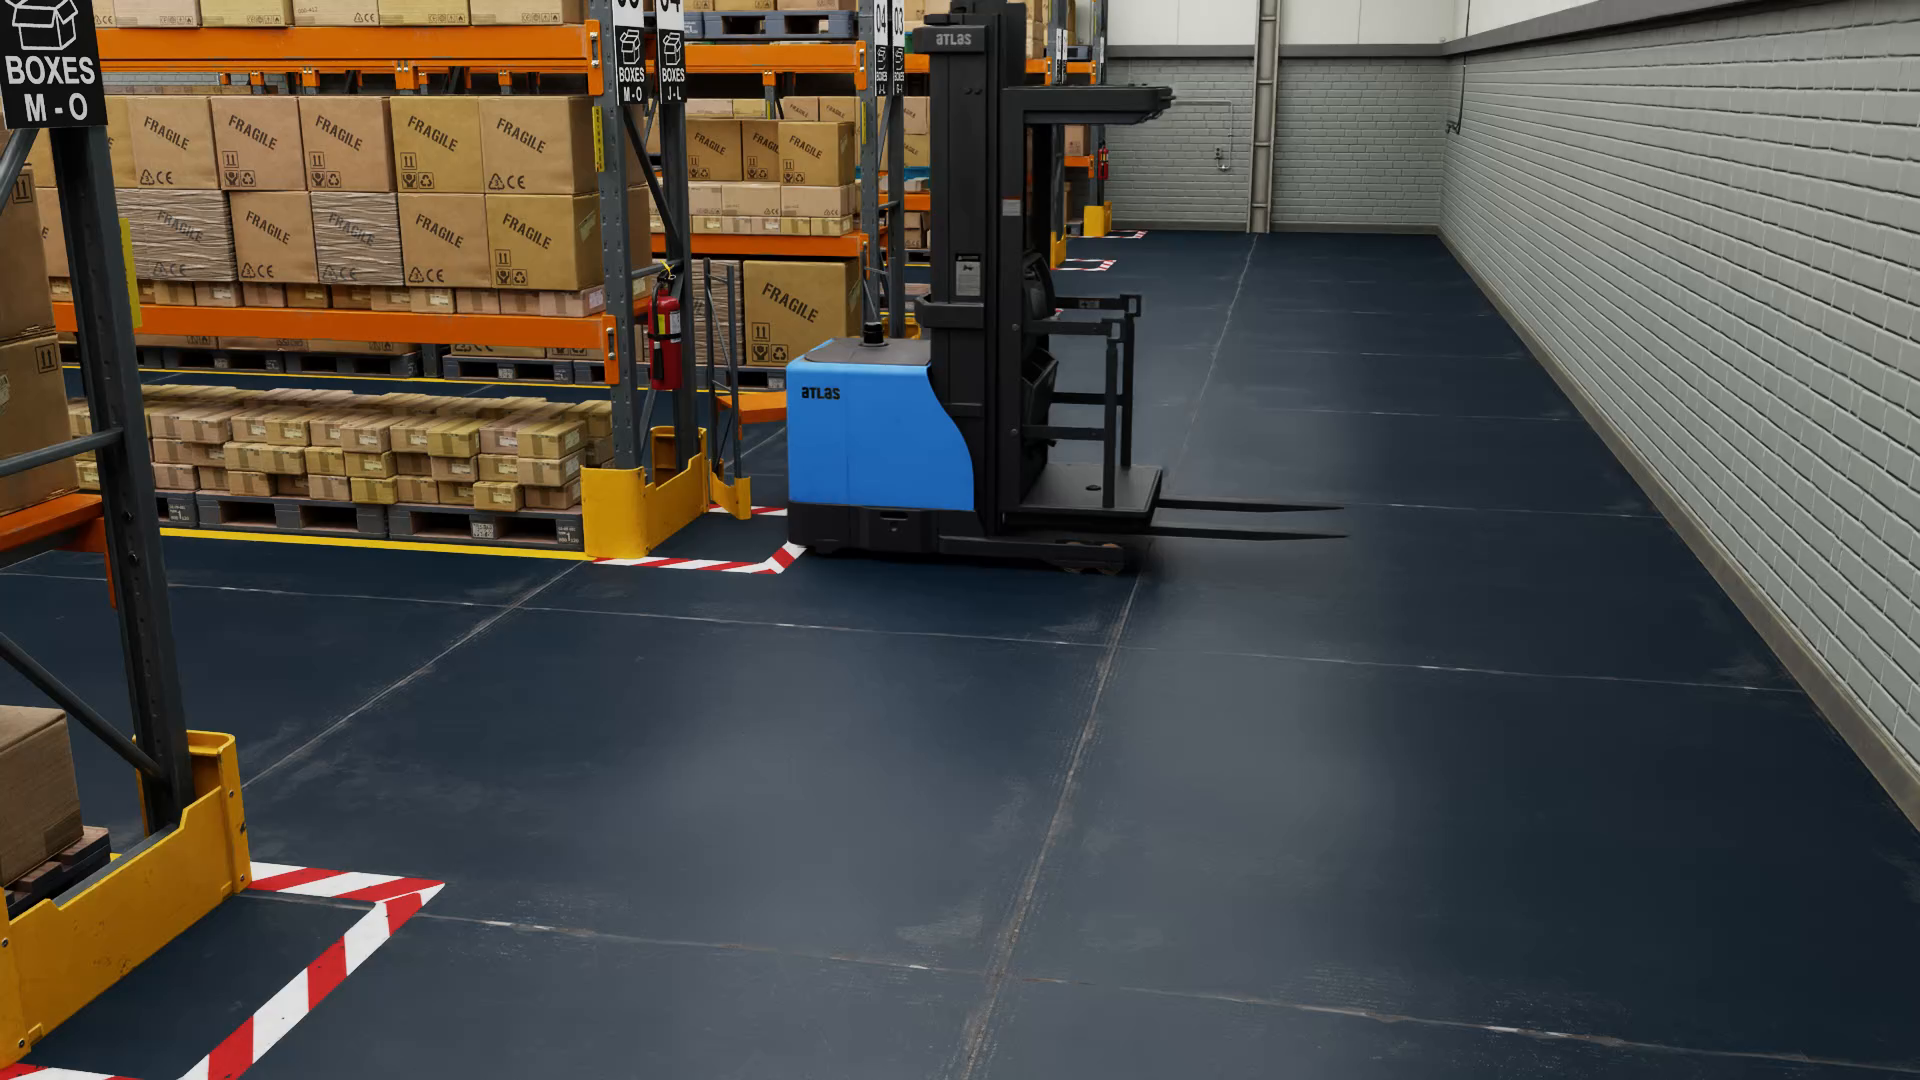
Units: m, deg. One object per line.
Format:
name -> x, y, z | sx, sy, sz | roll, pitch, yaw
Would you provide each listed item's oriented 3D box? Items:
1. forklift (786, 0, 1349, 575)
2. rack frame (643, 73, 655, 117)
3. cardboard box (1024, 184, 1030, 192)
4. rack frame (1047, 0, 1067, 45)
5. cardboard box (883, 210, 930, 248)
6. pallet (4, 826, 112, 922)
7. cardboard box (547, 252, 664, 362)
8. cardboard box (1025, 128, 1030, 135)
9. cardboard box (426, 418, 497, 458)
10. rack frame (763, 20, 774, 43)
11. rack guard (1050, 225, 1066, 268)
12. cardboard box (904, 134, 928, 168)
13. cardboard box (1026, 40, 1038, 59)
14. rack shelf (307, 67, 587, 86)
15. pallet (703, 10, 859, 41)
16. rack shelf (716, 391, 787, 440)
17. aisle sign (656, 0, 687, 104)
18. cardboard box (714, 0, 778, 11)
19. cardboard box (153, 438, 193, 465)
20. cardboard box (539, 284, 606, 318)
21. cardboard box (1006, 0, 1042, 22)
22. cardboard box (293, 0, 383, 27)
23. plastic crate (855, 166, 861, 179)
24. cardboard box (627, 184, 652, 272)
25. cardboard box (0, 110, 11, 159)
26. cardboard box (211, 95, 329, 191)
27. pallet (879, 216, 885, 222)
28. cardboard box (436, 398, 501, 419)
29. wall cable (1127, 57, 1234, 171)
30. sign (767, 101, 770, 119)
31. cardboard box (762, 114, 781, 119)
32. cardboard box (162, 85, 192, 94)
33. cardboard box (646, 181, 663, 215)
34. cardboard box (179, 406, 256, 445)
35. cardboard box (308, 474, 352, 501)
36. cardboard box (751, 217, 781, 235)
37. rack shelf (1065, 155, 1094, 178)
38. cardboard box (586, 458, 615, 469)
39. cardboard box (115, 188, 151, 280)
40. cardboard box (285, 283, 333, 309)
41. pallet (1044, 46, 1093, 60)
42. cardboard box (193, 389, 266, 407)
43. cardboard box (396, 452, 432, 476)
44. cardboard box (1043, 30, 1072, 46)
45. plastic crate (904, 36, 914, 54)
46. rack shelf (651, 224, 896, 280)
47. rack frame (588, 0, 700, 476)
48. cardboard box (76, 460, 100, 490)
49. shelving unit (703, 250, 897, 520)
forklift -> 0.614, -1.381, 8.988 | 3.031, 2.935, 1.130 | 3, 16, 10
rack frame -> -5.518, -7.099, 29.500 | 0.127, 3.000, 1.000 | 3, 16, 11
cardboard box -> 1.203, -5.967, 28.095 | 0.250, 0.149, 0.380 | 4, 16, 13
rack frame -> 1.338, -8.268, 22.484 | 0.127, 3.000, 1.000 | 3, 16, 11
cardboard box -> -0.740, -4.500, 23.971 | 0.637, 0.503, 0.797 | 3, 16, 11
pallet -> -3.414, 1.128, 5.023 | 1.213, 0.211, 1.003 | 3, 16, 11
cardboard box -> -3.047, -2.073, 14.551 | 0.875, 0.875, 0.875 | 3, 16, 11
cardboard box -> 0.847, -5.859, 22.964 | 0.500, 0.500, 0.500 | 3, 16, 11
cardboard box -> -2.811, -0.580, 9.405 | 0.250, 0.149, 0.380 | 3, 16, 10
rack frame -> -2.582, -8.481, 23.252 | 0.127, 3.000, 1.000 | 3, 16, 11
rack guard -> 1.263, -4.176, 23.633 | 0.348, 0.500, 1.175 | 3, 16, 11
cardboard box -> -0.646, -5.459, 23.394 | 0.500, 0.500, 0.500 | 3, 16, 10
cardboard box -> 0.782, -6.709, 22.754 | 0.500, 0.250, 0.500 | 3, 16, 11
rack shelf -> -5.533, -5.500, 19.455 | 4.000, 0.370, 1.077 | 3, 16, 11
pallet -> -1.369, -4.225, 13.674 | 1.213, 0.211, 1.003 | 3, 16, 11
rack shelf -> -0.965, -0.800, 10.246 | 1.000, 0.185, 0.538 | -7, 17, -25
aisle sign -> -1.596, -2.821, 9.187 | 0.004, 0.787, 0.394 | 3, 16, 11
cardboard box -> -1.688, -4.605, 13.718 | 0.500, 0.500, 0.700 | 3, 16, 9
cardboard box -> -4.580, -0.567, 9.915 | 0.250, 0.149, 0.380 | 2, 16, 8
cardboard box -> -2.103, -1.316, 9.094 | 0.250, 0.149, 0.380 | 3, 16, 11
cardboard box -> 0.831, -7.376, 22.821 | 0.500, 0.500, 0.700 | 3, 16, 11
cardboard box -> -3.211, -2.877, 8.921 | 0.500, 0.250, 0.500 | 4, 16, 13
plastic crate -> -1.120, -4.199, 19.233 | 0.300, 0.233, 0.416 | 3, 16, 11
cardboard box -> -2.112, -1.781, 9.559 | 0.500, 0.500, 0.500 | 4, 16, 14
cardboard box -> -2.908, -1.127, 4.667 | 0.250, 0.149, 0.380 | 3, 16, 12
cardboard box -> -3.752, -2.206, 9.219 | 0.500, 0.500, 0.500 | 3, 16, 9
pallet -> -0.869, -5.481, 28.884 | 1.213, 0.211, 1.003 | 3, 16, 11
cardboard box -> -2.948, -0.747, 10.010 | 0.250, 0.149, 0.380 | 2, 16, 8
wall cable -> 3.764, -7.342, 28.475 | 1.851, 1.984, 0.084 | 3, 16, 11
sign -> -2.689, -6.002, 23.373 | 0.005, 0.325, 0.100 | 3, 16, 11
cardboard box -> -3.094, -7.099, 28.720 | 0.500, 0.500, 0.500 | 3, 16, 11
cardboard box -> -11.844, -6.764, 25.674 | 0.500, 0.500, 0.700 | 3, 16, 11
cardboard box -> -2.675, -2.894, 14.044 | 0.500, 0.250, 0.500 | 3, 16, 11
cardboard box -> -4.342, -0.676, 9.751 | 0.250, 0.149, 0.380 | 3, 16, 12
cardboard box -> -3.570, -0.346, 9.676 | 0.250, 0.149, 0.380 | 3, 16, 12
cardboard box -> -1.557, -2.625, 13.819 | 0.250, 0.149, 0.380 | 3, 16, 11
rack shelf -> 0.361, -6.433, 28.444 | 4.000, 0.370, 1.077 | 3, 16, 11
cardboard box -> -2.177, -0.434, 9.993 | 0.250, 0.149, 0.380 | 3, 16, 12
cardboard box -> -4.726, -1.781, 9.559 | 0.500, 0.500, 0.500 | 3, 16, 11
cardboard box -> -3.611, -1.417, 9.461 | 0.250, 0.149, 0.380 | 3, 16, 12
pallet -> 1.592, -8.113, 27.707 | 1.213, 0.211, 1.003 | 3, 16, 11
cardboard box -> -4.504, -0.822, 10.280 | 0.250, 0.149, 0.380 | 4, 16, 13
cardboard box -> -3.054, -0.487, 9.629 | 0.250, 0.149, 0.380 | 3, 16, 10
cardboard box -> 1.551, -8.267, 27.404 | 0.500, 0.250, 0.500 | 4, 16, 13
plastic crate -> -0.676, -5.403, 18.155 | 0.336, 0.188, 0.450 | 3, 16, 11
rack shelf -> -2.600, -2.546, 14.410 | 4.000, 0.370, 1.077 | 3, 16, 11
rack frame -> -1.727, -1.494, 9.265 | 0.127, 3.000, 1.000 | 3, 16, 11
cardboard box -> -5.094, -0.417, 9.933 | 0.250, 0.149, 0.380 | 4, 16, 13
shelving unit -> -0.957, -0.975, 10.201 | 1.083, 1.500, 0.587 | -7, 17, -25
